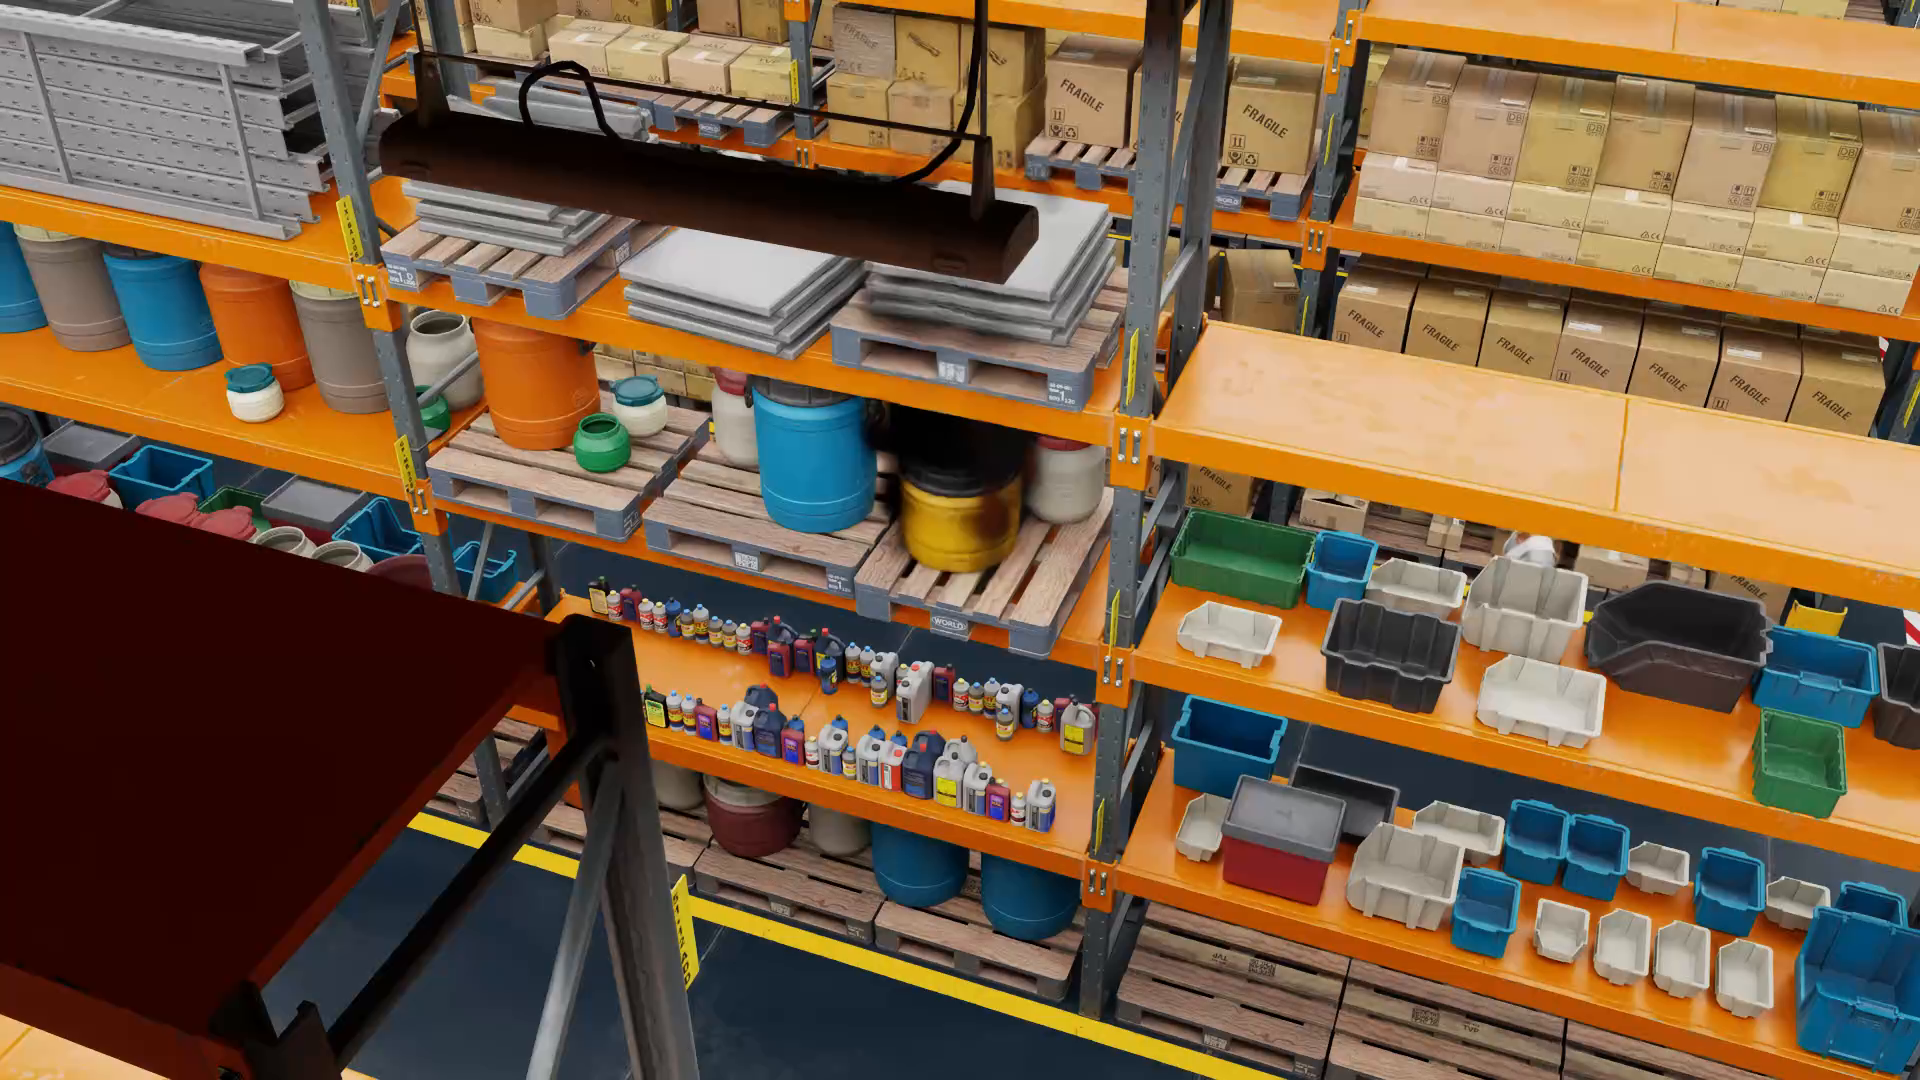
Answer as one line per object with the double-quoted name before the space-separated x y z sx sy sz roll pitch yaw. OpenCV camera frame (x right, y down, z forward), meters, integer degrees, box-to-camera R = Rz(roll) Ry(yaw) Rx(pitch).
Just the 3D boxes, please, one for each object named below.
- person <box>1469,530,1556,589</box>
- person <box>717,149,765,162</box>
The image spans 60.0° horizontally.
"person" 3.645 0.416 11.127 0.594 1.769 0.710 3 37 4
"person" -2.238 -3.310 16.458 0.830 1.706 0.589 10 38 14
